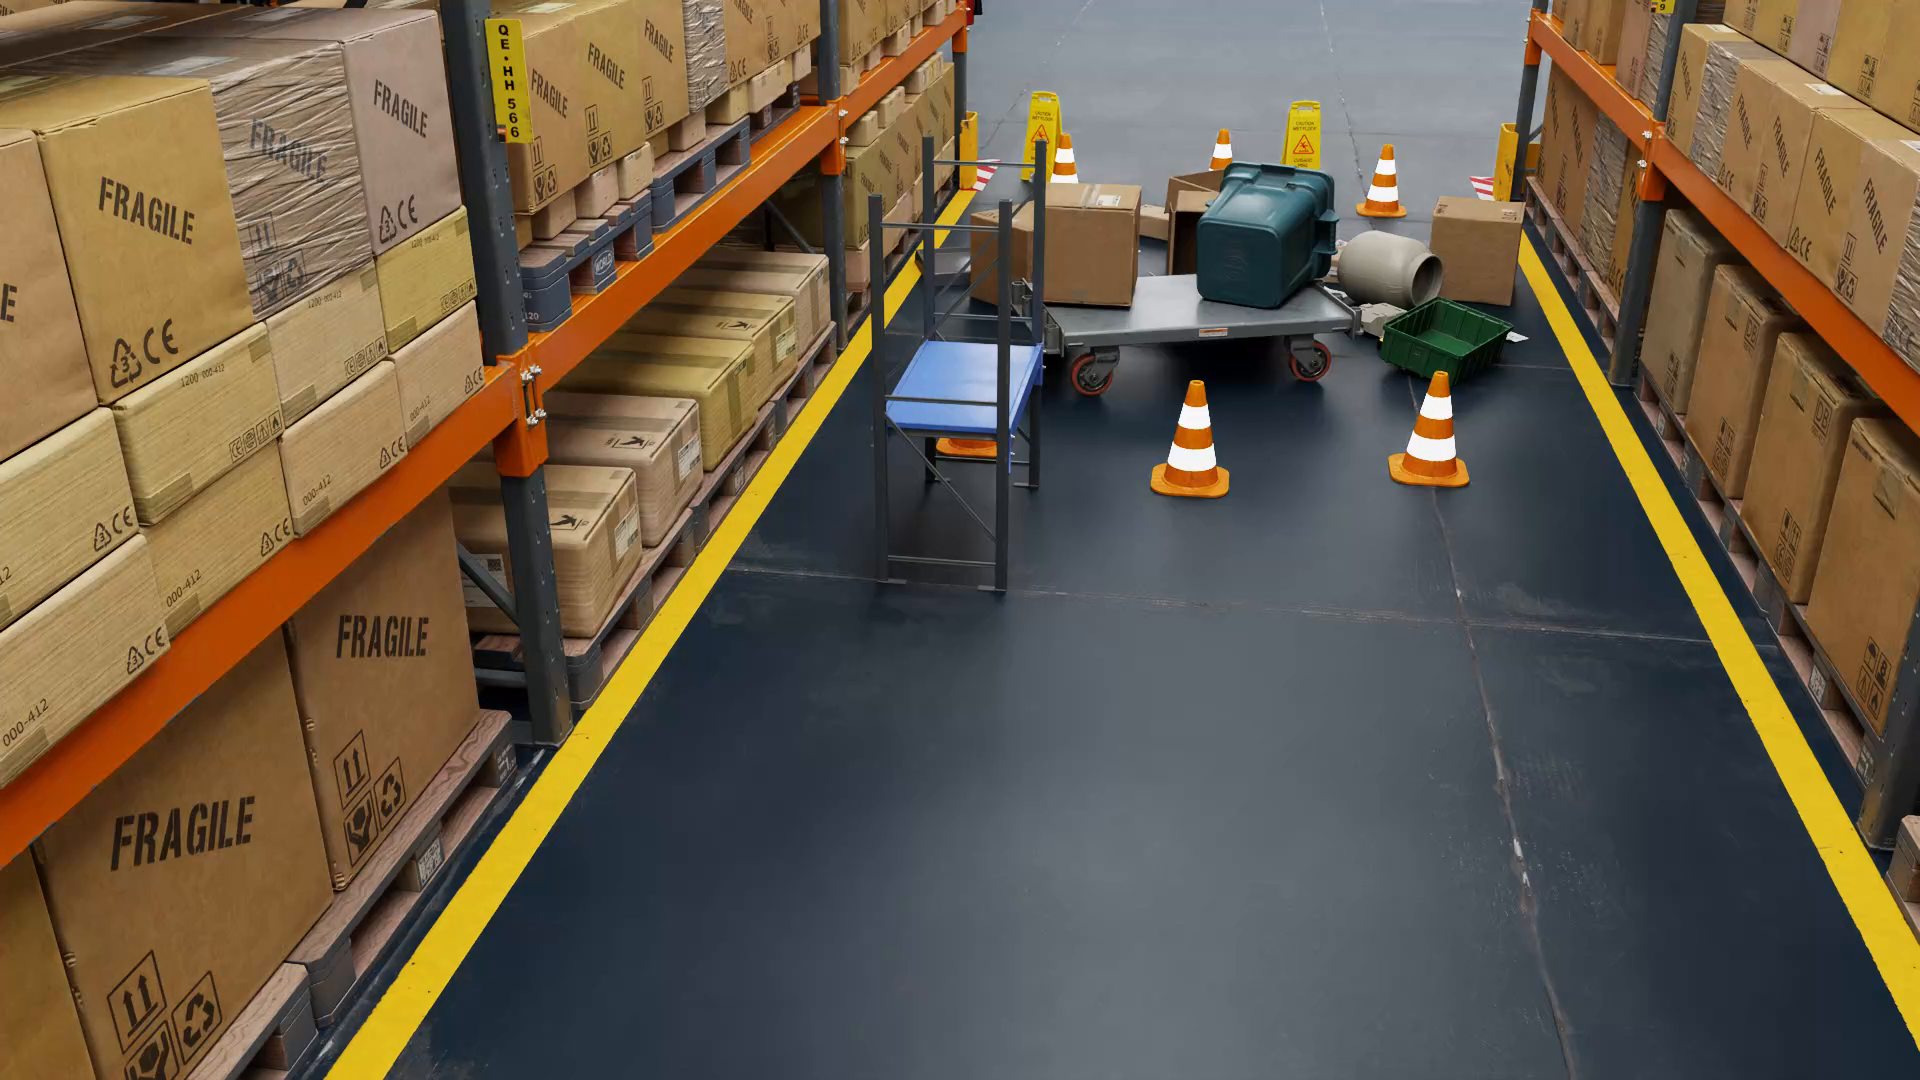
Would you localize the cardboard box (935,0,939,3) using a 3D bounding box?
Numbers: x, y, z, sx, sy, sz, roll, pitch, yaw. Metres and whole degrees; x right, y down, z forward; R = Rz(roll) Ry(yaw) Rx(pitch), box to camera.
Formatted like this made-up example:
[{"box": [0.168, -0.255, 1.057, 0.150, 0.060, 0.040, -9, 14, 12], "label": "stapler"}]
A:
[{"box": [-0.358, -3.818, 10.900, 0.500, 0.500, 0.500, 4, 25, 9], "label": "cardboard box"}]

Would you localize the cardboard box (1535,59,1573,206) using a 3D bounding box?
[{"box": [4.400, -2.732, 11.060, 0.875, 0.875, 0.875, 4, 25, 9], "label": "cardboard box"}]

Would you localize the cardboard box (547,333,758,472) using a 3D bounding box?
[{"box": [-1.418, -0.609, 7.117, 0.950, 0.372, 0.625, 5, 26, 10], "label": "cardboard box"}]

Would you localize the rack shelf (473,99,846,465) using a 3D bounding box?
[{"box": [-1.435, -1.258, 6.748, 1.077, 0.370, 4.000, 4, 25, 9], "label": "rack shelf"}]

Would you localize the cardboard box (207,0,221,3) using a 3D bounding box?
[{"box": [-5.351, -3.826, 11.268, 0.500, 0.500, 0.500, 4, 25, 8], "label": "cardboard box"}]

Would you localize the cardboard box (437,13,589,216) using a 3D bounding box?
[{"box": [-1.460, -1.290, 5.003, 0.500, 0.500, 0.500, 3, 25, 7], "label": "cardboard box"}]

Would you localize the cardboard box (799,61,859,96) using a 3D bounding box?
[{"box": [-0.741, -2.416, 8.670, 0.380, 0.149, 0.250, 4, 25, 8], "label": "cardboard box"}]

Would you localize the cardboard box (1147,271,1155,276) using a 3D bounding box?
[{"box": [1.142, -1.374, 9.372, 0.258, 0.266, 0.396, -14, 29, -27], "label": "cardboard box"}]

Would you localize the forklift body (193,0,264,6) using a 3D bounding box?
[{"box": [-3.862, -3.132, 10.904, 2.313, 2.155, 1.214, 4, 25, 9], "label": "forklift body"}]

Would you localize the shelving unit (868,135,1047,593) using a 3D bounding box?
[{"box": [0.014, -0.715, 6.508, 0.538, 1.500, 1.048, 4, 25, 9], "label": "shelving unit"}]

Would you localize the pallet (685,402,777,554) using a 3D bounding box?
[{"box": [-1.431, -0.320, 7.185, 1.003, 0.211, 1.213, 4, 25, 9], "label": "pallet"}]

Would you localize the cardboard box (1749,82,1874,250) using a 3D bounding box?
[{"box": [3.191, -1.331, 5.938, 0.500, 0.500, 0.500, 4, 25, 9], "label": "cardboard box"}]

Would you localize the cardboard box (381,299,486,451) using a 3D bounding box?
[{"box": [-1.589, -0.450, 4.350, 0.500, 0.250, 0.500, 3, 25, 7], "label": "cardboard box"}]

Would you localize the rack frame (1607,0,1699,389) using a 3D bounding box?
[{"box": [3.792, -2.120, 7.740, 1.000, 3.000, 0.127, 4, 25, 9], "label": "rack frame"}]

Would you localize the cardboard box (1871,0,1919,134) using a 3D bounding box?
[{"box": [3.384, -1.558, 5.243, 0.700, 0.500, 0.500, 4, 25, 8], "label": "cardboard box"}]

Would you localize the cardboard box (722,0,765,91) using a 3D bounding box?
[{"box": [-1.128, -2.159, 6.859, 0.500, 0.500, 0.500, 5, 26, 10], "label": "cardboard box"}]

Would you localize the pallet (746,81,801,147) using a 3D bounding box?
[{"box": [-1.377, -2.024, 7.762, 1.003, 0.211, 1.213, 4, 25, 9], "label": "pallet"}]

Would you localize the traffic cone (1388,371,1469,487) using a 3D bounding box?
[{"box": [2.083, -0.514, 7.303, 0.336, 0.463, 0.334, 4, 25, 9], "label": "traffic cone"}]

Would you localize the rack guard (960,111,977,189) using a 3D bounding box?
[{"box": [-0.467, -2.929, 12.419, 1.175, 0.500, 0.348, 4, 25, 9], "label": "rack guard"}]

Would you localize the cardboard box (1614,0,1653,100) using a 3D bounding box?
[{"box": [3.908, -2.574, 8.535, 0.875, 0.550, 0.550, 4, 25, 9], "label": "cardboard box"}]

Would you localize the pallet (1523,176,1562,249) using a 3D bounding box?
[{"box": [4.392, -2.190, 11.179, 1.003, 0.211, 1.213, 4, 25, 9], "label": "pallet"}]

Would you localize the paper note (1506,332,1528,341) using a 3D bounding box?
[{"box": [3.008, -1.119, 9.104, 0.147, 0.020, 0.142, -14, 29, -27], "label": "paper note"}]

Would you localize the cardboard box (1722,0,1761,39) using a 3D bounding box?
[{"box": [3.716, -2.410, 7.063, 0.700, 0.500, 0.500, 4, 25, 8], "label": "cardboard box"}]

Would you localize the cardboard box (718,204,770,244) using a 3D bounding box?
[{"box": [-1.277, -1.971, 9.286, 0.500, 0.500, 0.500, 4, 25, 8], "label": "cardboard box"}]

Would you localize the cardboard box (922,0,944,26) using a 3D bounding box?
[{"box": [-0.312, -3.479, 10.941, 0.380, 0.149, 0.250, 4, 25, 9], "label": "cardboard box"}]

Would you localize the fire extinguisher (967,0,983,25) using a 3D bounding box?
[{"box": [0.019, -4.074, 12.007, 0.296, 0.674, 0.183, 4, 25, 9], "label": "fire extinguisher"}]

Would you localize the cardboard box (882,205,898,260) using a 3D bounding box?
[{"box": [-0.670, -1.817, 9.842, 0.500, 0.250, 0.500, 5, 26, 11], "label": "cardboard box"}]

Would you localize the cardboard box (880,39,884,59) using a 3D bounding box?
[{"box": [-0.650, -2.853, 9.604, 0.380, 0.149, 0.250, 4, 25, 8], "label": "cardboard box"}]

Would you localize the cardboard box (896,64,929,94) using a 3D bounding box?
[{"box": [-0.411, -2.945, 10.602, 0.380, 0.149, 0.250, 5, 26, 11], "label": "cardboard box"}]

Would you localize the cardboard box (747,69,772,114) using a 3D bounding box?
[{"box": [-1.026, -1.936, 7.149, 0.380, 0.149, 0.250, 4, 25, 9], "label": "cardboard box"}]

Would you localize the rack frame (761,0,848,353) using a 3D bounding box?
[{"box": [-1.108, -2.420, 8.383, 1.000, 3.000, 0.127, 4, 25, 9], "label": "rack frame"}]

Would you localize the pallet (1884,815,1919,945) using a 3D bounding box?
[{"box": [3.009, 1.143, 4.059, 1.003, 0.211, 1.213, 4, 25, 9], "label": "pallet"}]

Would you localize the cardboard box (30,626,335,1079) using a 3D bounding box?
[{"box": [-2.107, 0.681, 3.769, 0.875, 0.875, 0.875, 4, 25, 9], "label": "cardboard box"}]

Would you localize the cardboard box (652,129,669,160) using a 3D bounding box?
[{"box": [-1.321, -1.515, 6.249, 0.380, 0.149, 0.250, 5, 26, 11], "label": "cardboard box"}]

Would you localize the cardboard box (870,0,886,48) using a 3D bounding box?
[{"box": [-0.702, -2.977, 9.102, 0.500, 0.500, 0.500, 4, 25, 8], "label": "cardboard box"}]

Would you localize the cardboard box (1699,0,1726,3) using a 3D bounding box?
[{"box": [3.886, -2.829, 7.804, 0.875, 0.550, 0.550, 4, 25, 9], "label": "cardboard box"}]

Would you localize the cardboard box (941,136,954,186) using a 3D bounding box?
[{"box": [-0.325, -2.671, 11.667, 0.500, 0.250, 0.500, 4, 25, 8], "label": "cardboard box"}]

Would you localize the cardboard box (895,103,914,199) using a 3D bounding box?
[{"box": [-0.583, -2.374, 10.148, 0.500, 0.500, 0.500, 5, 26, 11], "label": "cardboard box"}]

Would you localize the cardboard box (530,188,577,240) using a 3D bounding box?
[{"box": [-1.446, -1.063, 5.283, 0.380, 0.149, 0.250, 2, 25, 5], "label": "cardboard box"}]

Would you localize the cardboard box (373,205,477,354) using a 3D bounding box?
[{"box": [-1.591, -0.686, 4.264, 0.500, 0.250, 0.500, 4, 25, 8], "label": "cardboard box"}]

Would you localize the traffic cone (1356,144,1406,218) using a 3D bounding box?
[{"box": [2.958, -2.520, 11.588, 0.336, 0.463, 0.334, 4, 25, 9], "label": "traffic cone"}]

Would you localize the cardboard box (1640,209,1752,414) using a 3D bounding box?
[{"box": [3.779, -1.025, 7.560, 1.050, 0.750, 0.750, 4, 25, 8], "label": "cardboard box"}]

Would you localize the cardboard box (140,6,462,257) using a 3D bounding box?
[{"box": [-1.589, -1.011, 4.075, 0.500, 0.500, 0.500, 3, 25, 7], "label": "cardboard box"}]

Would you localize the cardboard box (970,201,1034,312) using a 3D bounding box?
[{"box": [0.409, -1.643, 9.668, 0.500, 0.500, 0.500, -20, 32, -36], "label": "cardboard box"}]

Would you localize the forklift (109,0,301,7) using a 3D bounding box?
[{"box": [-2.842, -1.912, 7.377, 1.130, 2.935, 3.031, 4, 25, 9], "label": "forklift"}]

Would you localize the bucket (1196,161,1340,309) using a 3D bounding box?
[{"box": [1.539, -1.542, 8.575, 0.726, 0.611, 0.620, 13, 38, 26], "label": "bucket"}]
